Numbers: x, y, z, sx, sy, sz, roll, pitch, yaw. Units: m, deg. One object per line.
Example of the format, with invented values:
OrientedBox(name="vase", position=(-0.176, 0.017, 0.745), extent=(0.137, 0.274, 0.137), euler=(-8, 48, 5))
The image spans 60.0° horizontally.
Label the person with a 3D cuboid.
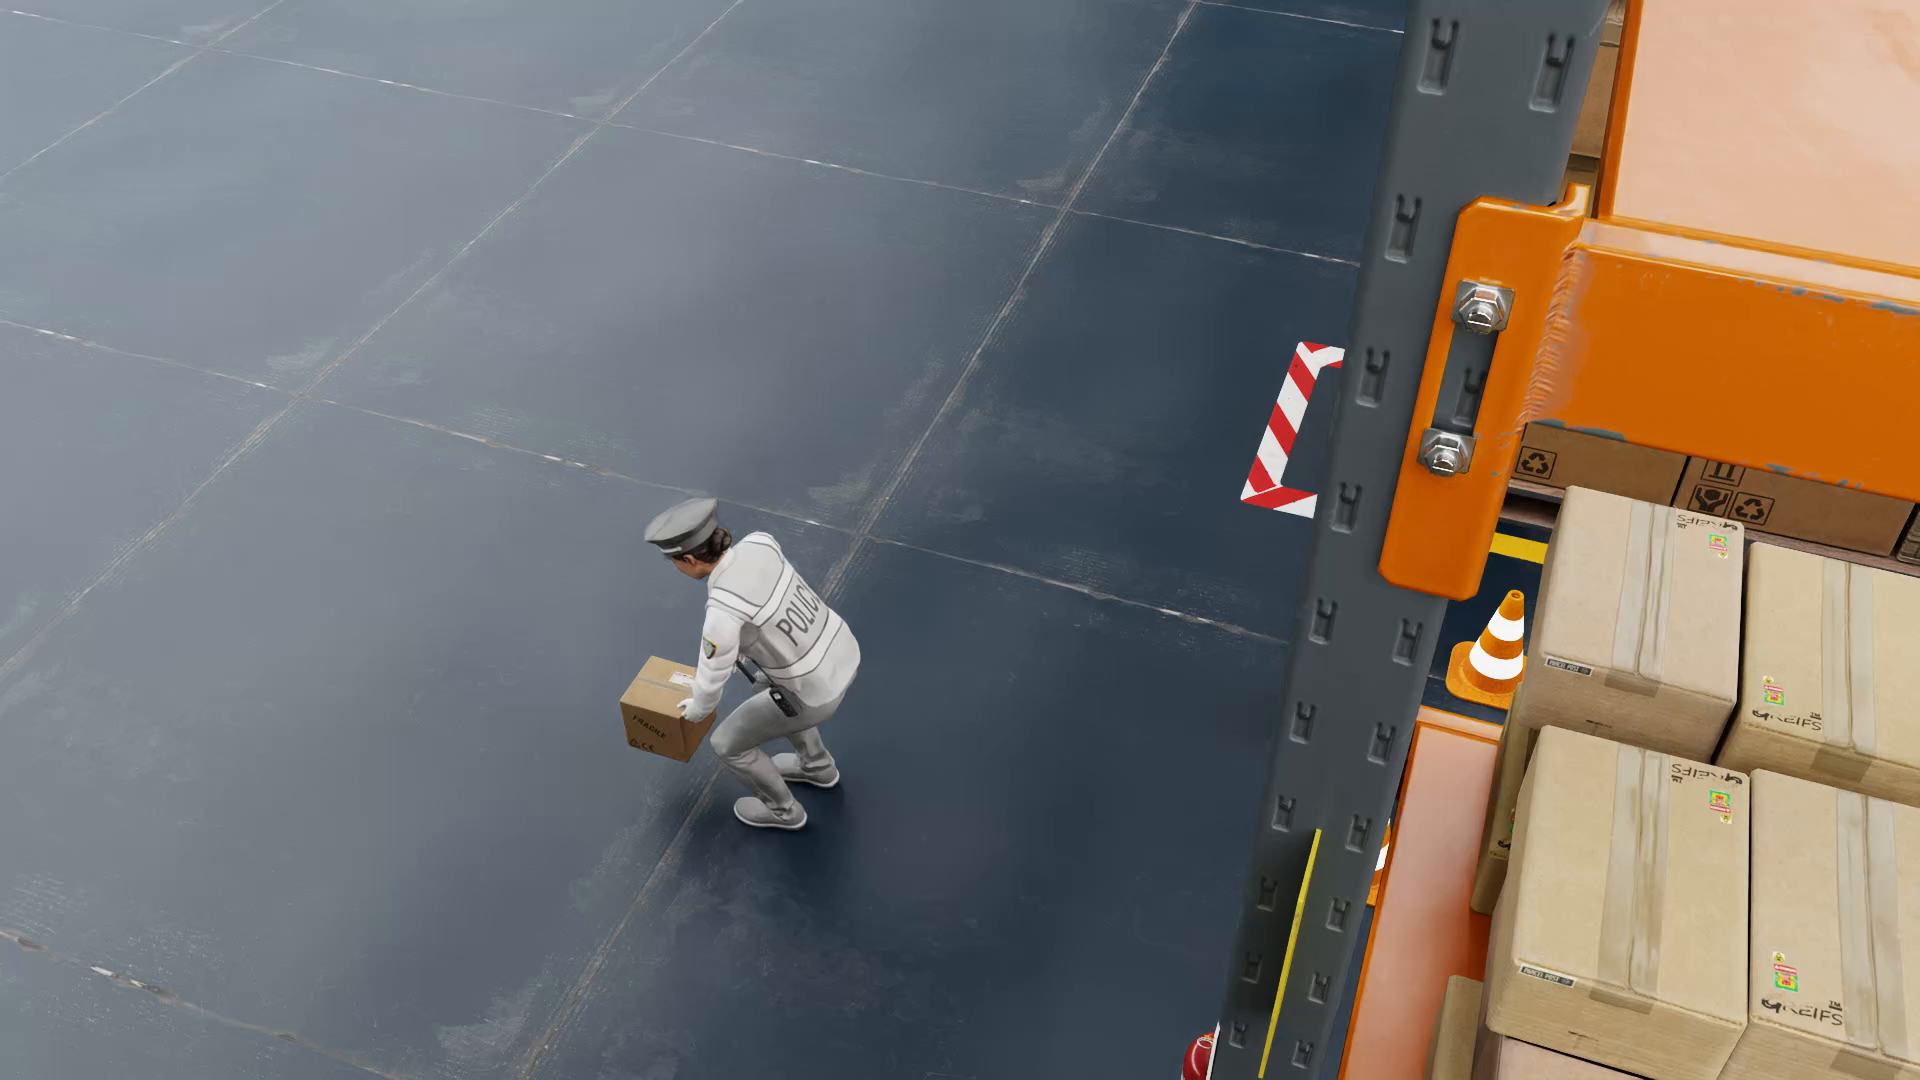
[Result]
OrientedBox(name="person", position=(-0.707, 0.465, 5.841), extent=(0.691, 1.404, 0.535), euler=(14, 44, 15))
